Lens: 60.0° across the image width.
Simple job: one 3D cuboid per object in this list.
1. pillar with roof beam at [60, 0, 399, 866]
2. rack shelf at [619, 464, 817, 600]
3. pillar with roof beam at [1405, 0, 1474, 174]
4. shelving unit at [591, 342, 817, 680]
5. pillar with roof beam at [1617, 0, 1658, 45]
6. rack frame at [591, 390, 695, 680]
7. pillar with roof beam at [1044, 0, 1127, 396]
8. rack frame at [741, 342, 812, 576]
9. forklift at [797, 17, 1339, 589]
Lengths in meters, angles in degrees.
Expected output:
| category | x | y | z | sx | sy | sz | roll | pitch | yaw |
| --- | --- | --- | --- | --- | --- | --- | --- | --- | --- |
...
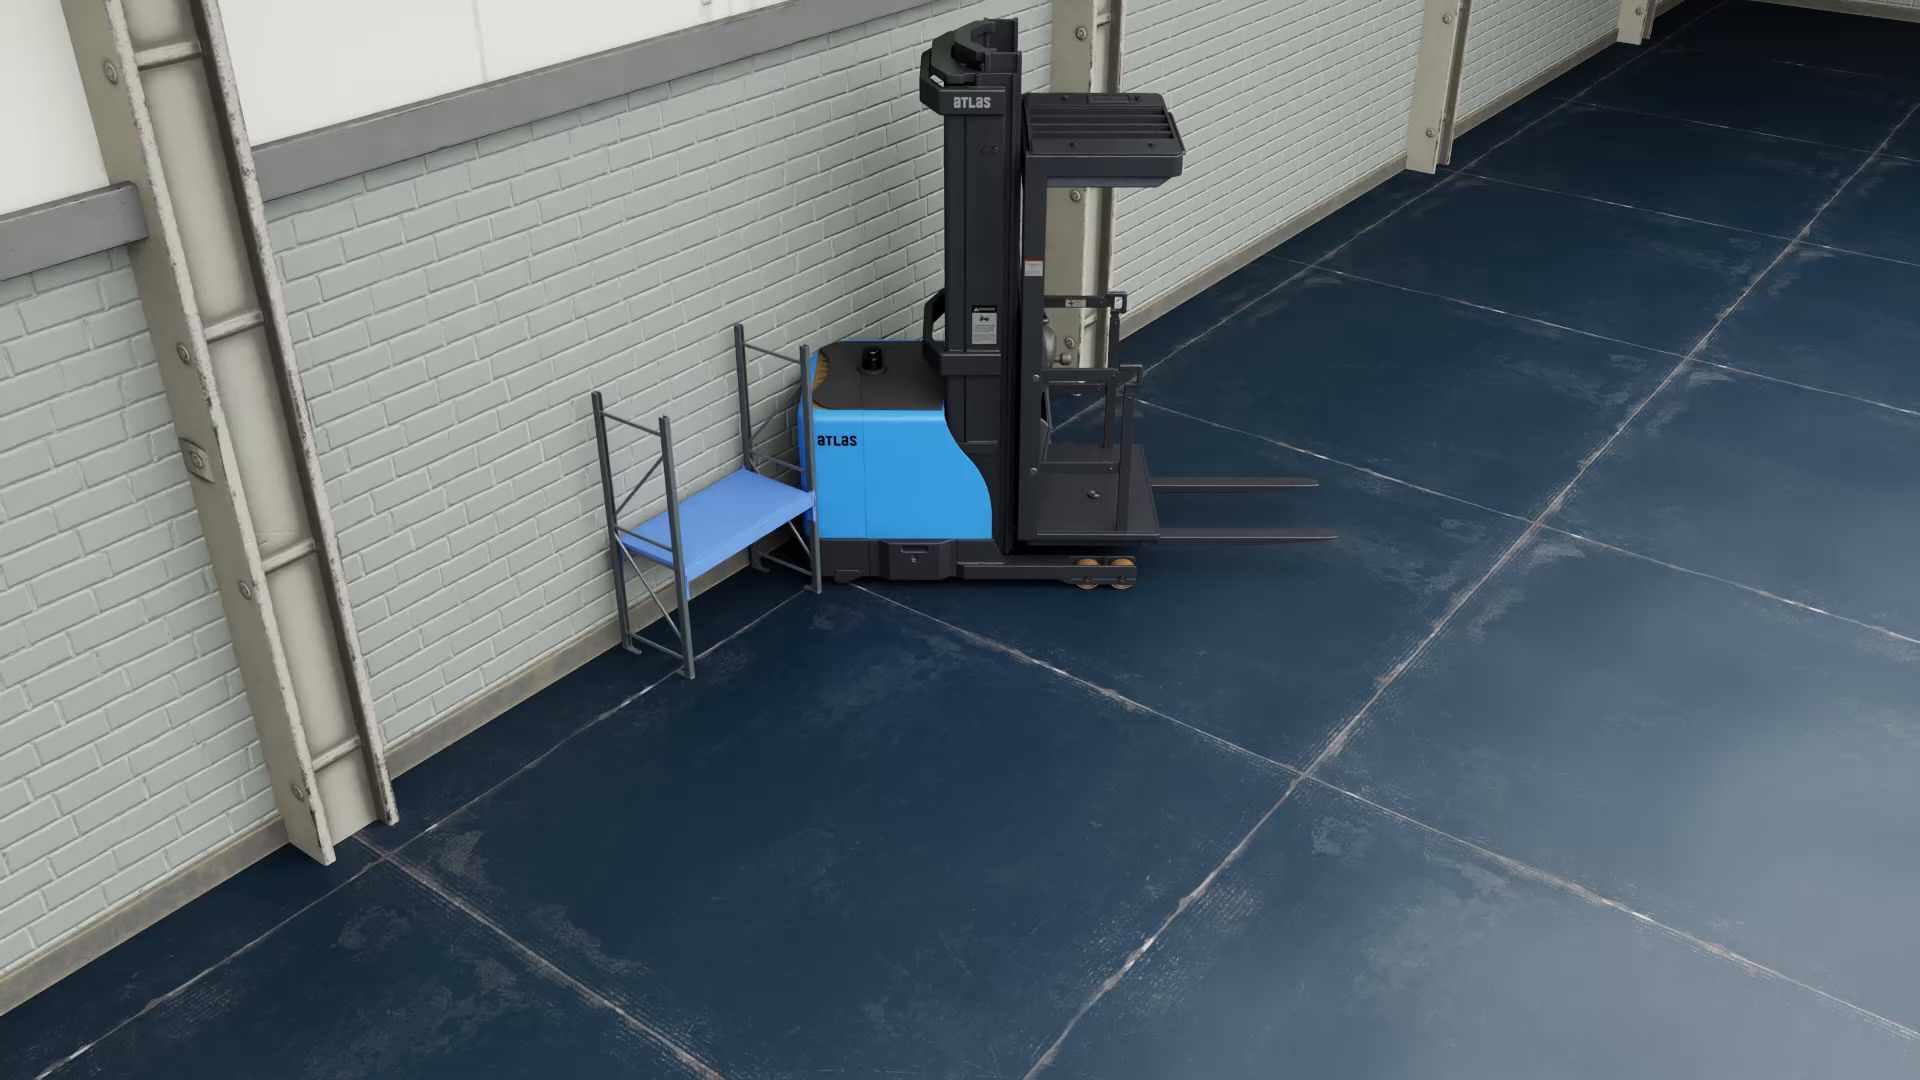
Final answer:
| category | x | y | z | sx | sy | sz | roll | pitch | yaw |
| --- | --- | --- | --- | --- | --- | --- | --- | --- | --- |
| pillar with roof beam | 0.619 | -1.229 | 3.054 | 9.100 | 9.000 | 0.400 | 21 | 37 | 31 |
| rack shelf | -1.283 | -0.058 | 8.786 | 0.538 | 0.185 | 1.000 | 20 | 36 | 30 |
| pillar with roof beam | 7.862 | -6.106 | 11.284 | 9.100 | 9.000 | 0.400 | 21 | 37 | 31 |
| shelving unit | -1.286 | -0.211 | 8.691 | 0.538 | 1.500 | 1.039 | 20 | 36 | 30 |
| pillar with roof beam | 11.484 | -8.545 | 15.399 | 9.100 | 9.000 | 0.400 | 21 | 37 | 31 |
| rack frame | -1.582 | -0.003 | 8.341 | 0.500 | 1.500 | 0.032 | 20 | 36 | 30 |
| pillar with roof beam | 4.240 | -3.667 | 7.169 | 9.100 | 9.000 | 0.400 | 21 | 37 | 31 |
| rack frame | -0.986 | -0.423 | 9.050 | 0.475 | 1.308 | 0.013 | 20 | 36 | 30 |
| forklift | 0.630 | -1.260 | 9.058 | 3.031 | 2.935 | 1.130 | 0 | 31 | 0 |
